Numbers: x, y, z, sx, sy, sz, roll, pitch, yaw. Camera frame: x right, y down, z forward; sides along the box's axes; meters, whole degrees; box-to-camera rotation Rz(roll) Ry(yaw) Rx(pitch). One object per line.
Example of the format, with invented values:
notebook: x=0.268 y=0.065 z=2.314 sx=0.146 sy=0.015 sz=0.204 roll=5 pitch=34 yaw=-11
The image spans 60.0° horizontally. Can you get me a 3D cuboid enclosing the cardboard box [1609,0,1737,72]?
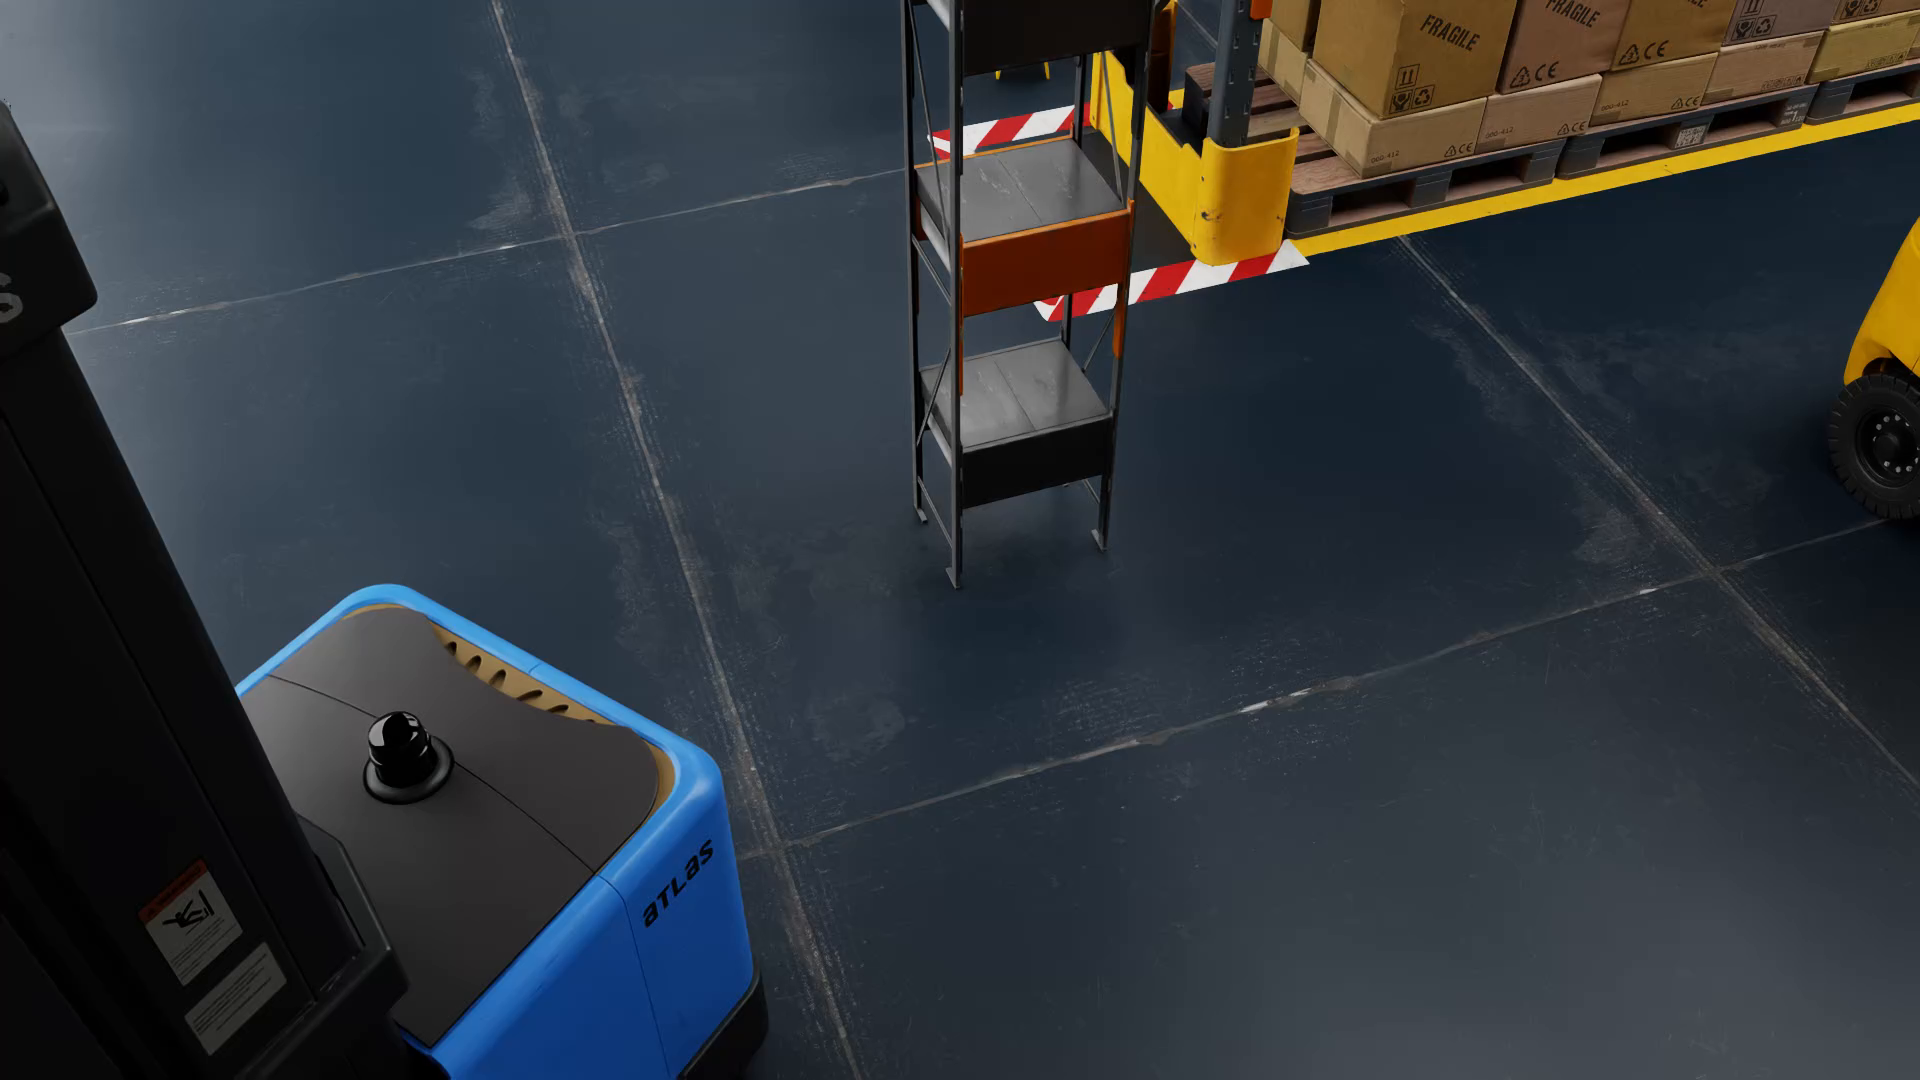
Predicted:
cardboard box: x=2.656 y=-2.196 z=6.436 sx=0.500 sy=0.500 sz=0.500 roll=-13 pitch=47 yaw=-13

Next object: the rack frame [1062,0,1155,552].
rack frame: x=0.385 y=-0.840 z=4.604 sx=0.015 sy=2.100 sz=0.400 roll=-14 pitch=47 yaw=-14

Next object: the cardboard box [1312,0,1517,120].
cardboard box: x=1.691 y=-1.952 z=6.193 sx=0.500 sy=0.500 sz=0.500 roll=-16 pitch=47 yaw=-15

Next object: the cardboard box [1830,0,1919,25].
cardboard box: x=3.636 y=-2.453 z=6.693 sx=0.500 sy=0.500 sz=0.500 roll=-14 pitch=47 yaw=-13

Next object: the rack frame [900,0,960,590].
rack frame: x=-0.074 y=-0.722 z=4.487 sx=0.015 sy=2.100 sz=0.400 roll=-14 pitch=47 yaw=-14

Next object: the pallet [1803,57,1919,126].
pallet: x=3.959 y=-2.286 z=7.380 sx=1.213 sy=0.211 sz=1.003 roll=-14 pitch=47 yaw=-14

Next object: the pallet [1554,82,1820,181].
pallet: x=2.810 y=-1.990 z=7.085 sx=1.213 sy=0.211 sz=1.003 roll=-14 pitch=47 yaw=-14

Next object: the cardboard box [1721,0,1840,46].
cardboard box: x=3.156 y=-2.330 z=6.570 sx=0.500 sy=0.500 sz=0.500 roll=-12 pitch=46 yaw=-12

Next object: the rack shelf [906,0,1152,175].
rack shelf: x=0.156 y=-1.266 z=4.060 sx=0.480 sy=0.518 sz=0.431 roll=-14 pitch=47 yaw=-14

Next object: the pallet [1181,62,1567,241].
pallet: x=1.664 y=-1.699 z=6.795 sx=1.213 sy=0.211 sz=1.003 roll=-14 pitch=47 yaw=-14

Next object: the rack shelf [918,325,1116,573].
rack shelf: x=0.156 y=-0.277 z=5.051 sx=0.480 sy=0.518 sz=0.431 roll=-14 pitch=47 yaw=-14

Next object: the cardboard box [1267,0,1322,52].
cardboard box: x=1.481 y=-2.302 z=6.542 sx=0.500 sy=0.500 sz=0.500 roll=-14 pitch=47 yaw=-14

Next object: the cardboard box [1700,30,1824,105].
cardboard box: x=3.137 y=-2.058 z=6.828 sx=0.500 sy=0.250 sz=0.500 roll=-14 pitch=47 yaw=-13

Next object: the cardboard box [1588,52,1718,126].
cardboard box: x=2.661 y=-1.938 z=6.709 sx=0.500 sy=0.250 sz=0.500 roll=-11 pitch=46 yaw=-11

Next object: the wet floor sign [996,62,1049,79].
wet floor sign: x=0.274 y=-2.330 z=7.116 sx=0.232 sy=0.644 sz=0.267 roll=0 pitch=45 yaw=0

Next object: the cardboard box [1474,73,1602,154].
cardboard box: x=2.152 y=-1.799 z=6.570 sx=0.500 sy=0.250 sz=0.500 roll=-13 pitch=46 yaw=-12

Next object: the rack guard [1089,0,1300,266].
rack guard: x=0.888 y=-1.630 z=6.521 sx=0.348 sy=0.500 sz=1.175 roll=-14 pitch=47 yaw=-14

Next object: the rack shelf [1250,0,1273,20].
rack shelf: x=2.698 y=-2.721 z=6.352 sx=4.000 sy=0.370 sz=1.077 roll=-14 pitch=47 yaw=-14

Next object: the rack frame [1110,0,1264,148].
rack frame: x=0.816 y=-2.494 z=5.618 sx=0.127 sy=3.000 sz=1.000 roll=-14 pitch=47 yaw=-14

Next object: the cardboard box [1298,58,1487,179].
cardboard box: x=1.669 y=-1.681 z=6.452 sx=0.500 sy=0.250 sz=0.500 roll=-15 pitch=47 yaw=-14

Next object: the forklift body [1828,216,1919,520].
forklift body: x=3.669 y=-0.560 z=4.289 sx=1.214 sy=2.155 sz=2.313 roll=-14 pitch=47 yaw=-14

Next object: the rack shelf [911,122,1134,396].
rack shelf: x=0.156 y=-0.771 z=4.556 sx=0.480 sy=0.518 sz=0.431 roll=-14 pitch=47 yaw=-14

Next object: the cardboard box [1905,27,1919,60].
cardboard box: x=4.114 y=-2.312 z=7.081 sx=0.500 sy=0.250 sz=0.500 roll=-12 pitch=46 yaw=-12

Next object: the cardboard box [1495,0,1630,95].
cardboard box: x=2.182 y=-2.081 z=6.321 sx=0.500 sy=0.500 sz=0.500 roll=-16 pitch=47 yaw=-15

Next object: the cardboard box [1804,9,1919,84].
cardboard box: x=3.617 y=-2.177 z=6.947 sx=0.500 sy=0.250 sz=0.500 roll=-15 pitch=47 yaw=-15

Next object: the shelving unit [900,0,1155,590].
shelving unit: x=0.156 y=-0.781 z=4.546 sx=0.503 sy=2.100 sz=0.431 roll=-14 pitch=47 yaw=-14

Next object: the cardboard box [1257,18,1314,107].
cardboard box: x=1.508 y=-2.051 z=6.821 sx=0.500 sy=0.250 sz=0.500 roll=-15 pitch=47 yaw=-14

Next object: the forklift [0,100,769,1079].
forklift: x=-1.679 y=0.858 z=2.326 sx=1.130 sy=2.935 sz=3.031 roll=24 pitch=50 yaw=22
